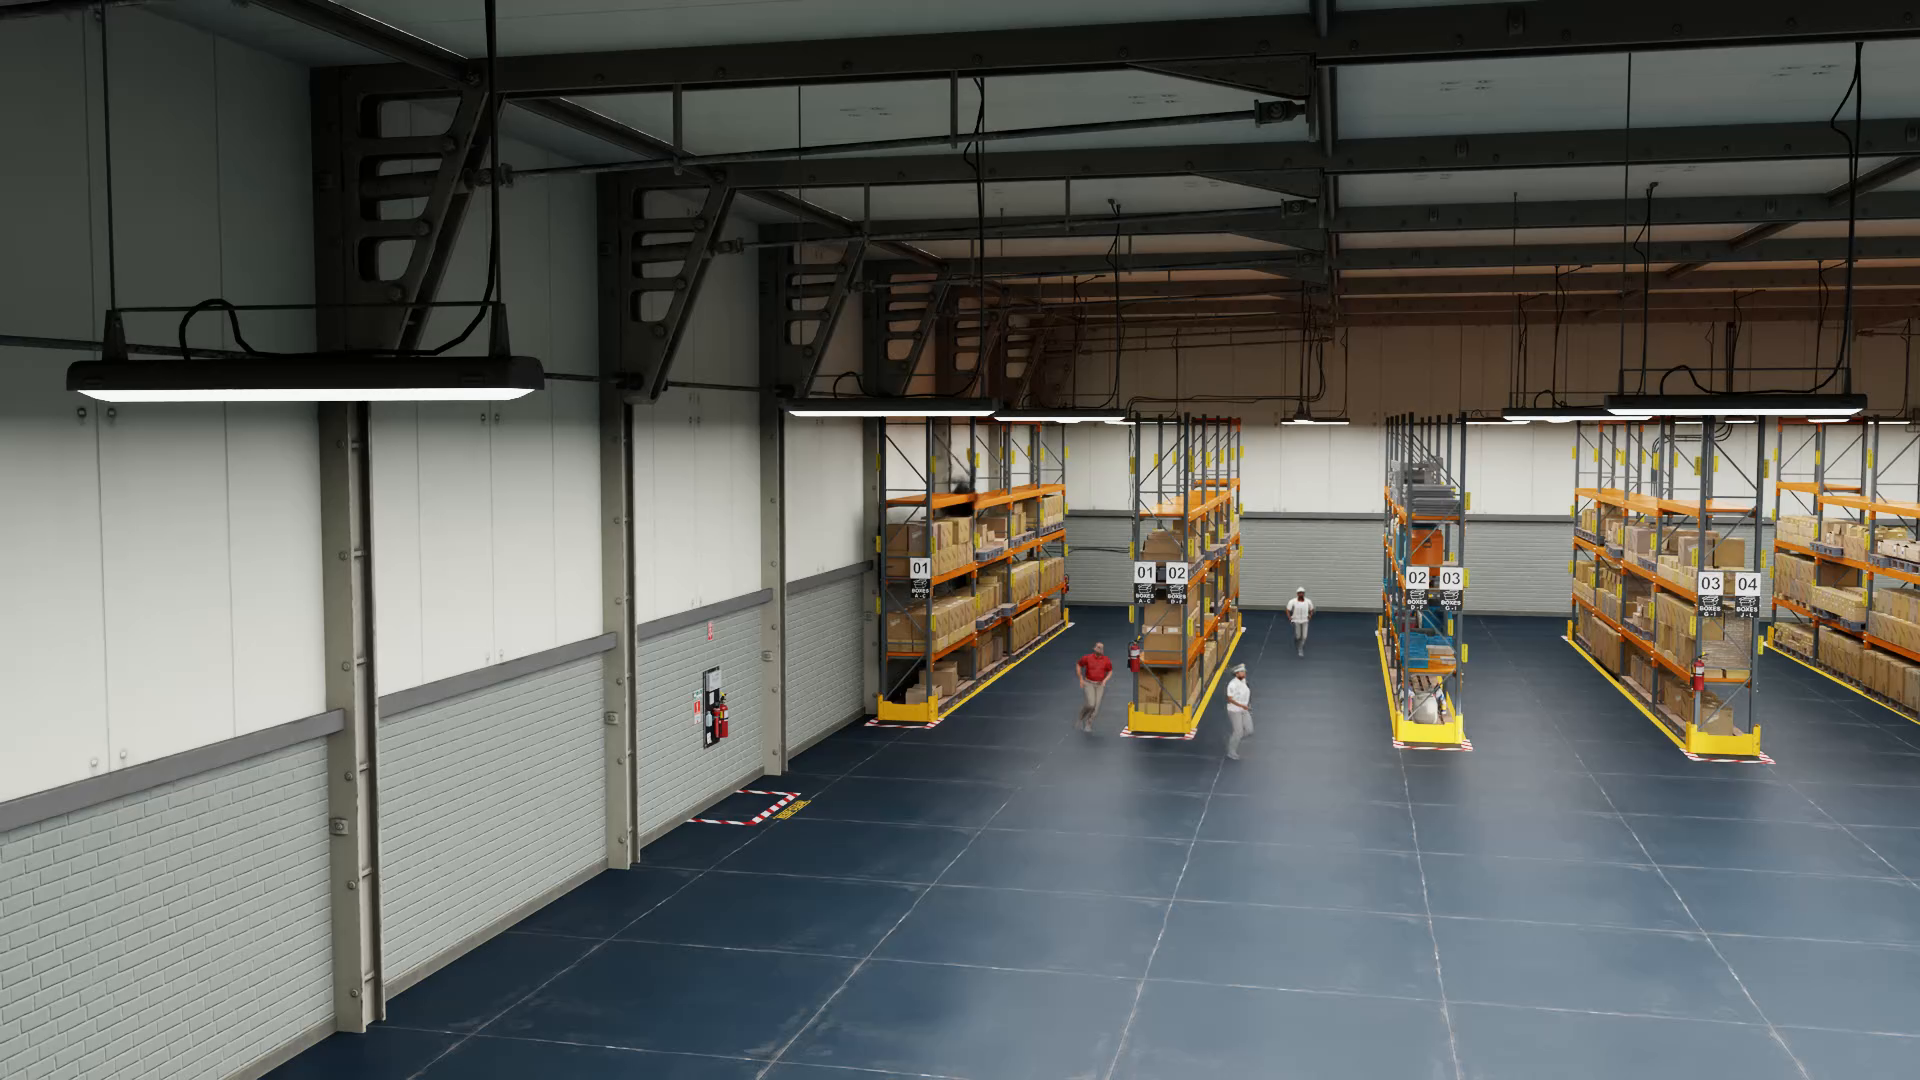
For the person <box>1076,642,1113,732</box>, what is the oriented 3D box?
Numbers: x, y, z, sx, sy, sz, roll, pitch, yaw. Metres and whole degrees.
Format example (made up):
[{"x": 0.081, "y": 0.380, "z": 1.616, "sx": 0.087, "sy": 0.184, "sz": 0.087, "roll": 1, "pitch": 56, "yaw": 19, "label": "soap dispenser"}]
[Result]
[{"x": 2.549, "y": 2.779, "z": 31.284, "sx": 0.681, "sy": 1.699, "sz": 0.572, "roll": -1, "pitch": 4, "yaw": -13, "label": "person"}]

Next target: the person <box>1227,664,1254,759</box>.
[{"x": 4.870, "y": 2.952, "z": 28.726, "sx": 0.608, "sy": 1.658, "sz": 0.520, "roll": -4, "pitch": 5, "yaw": -44, "label": "person"}]

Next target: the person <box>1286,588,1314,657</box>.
[{"x": 8.540, "y": 2.050, "z": 41.719, "sx": 0.702, "sy": 1.724, "sz": 0.592, "roll": 0, "pitch": 4, "yaw": 1, "label": "person"}]
